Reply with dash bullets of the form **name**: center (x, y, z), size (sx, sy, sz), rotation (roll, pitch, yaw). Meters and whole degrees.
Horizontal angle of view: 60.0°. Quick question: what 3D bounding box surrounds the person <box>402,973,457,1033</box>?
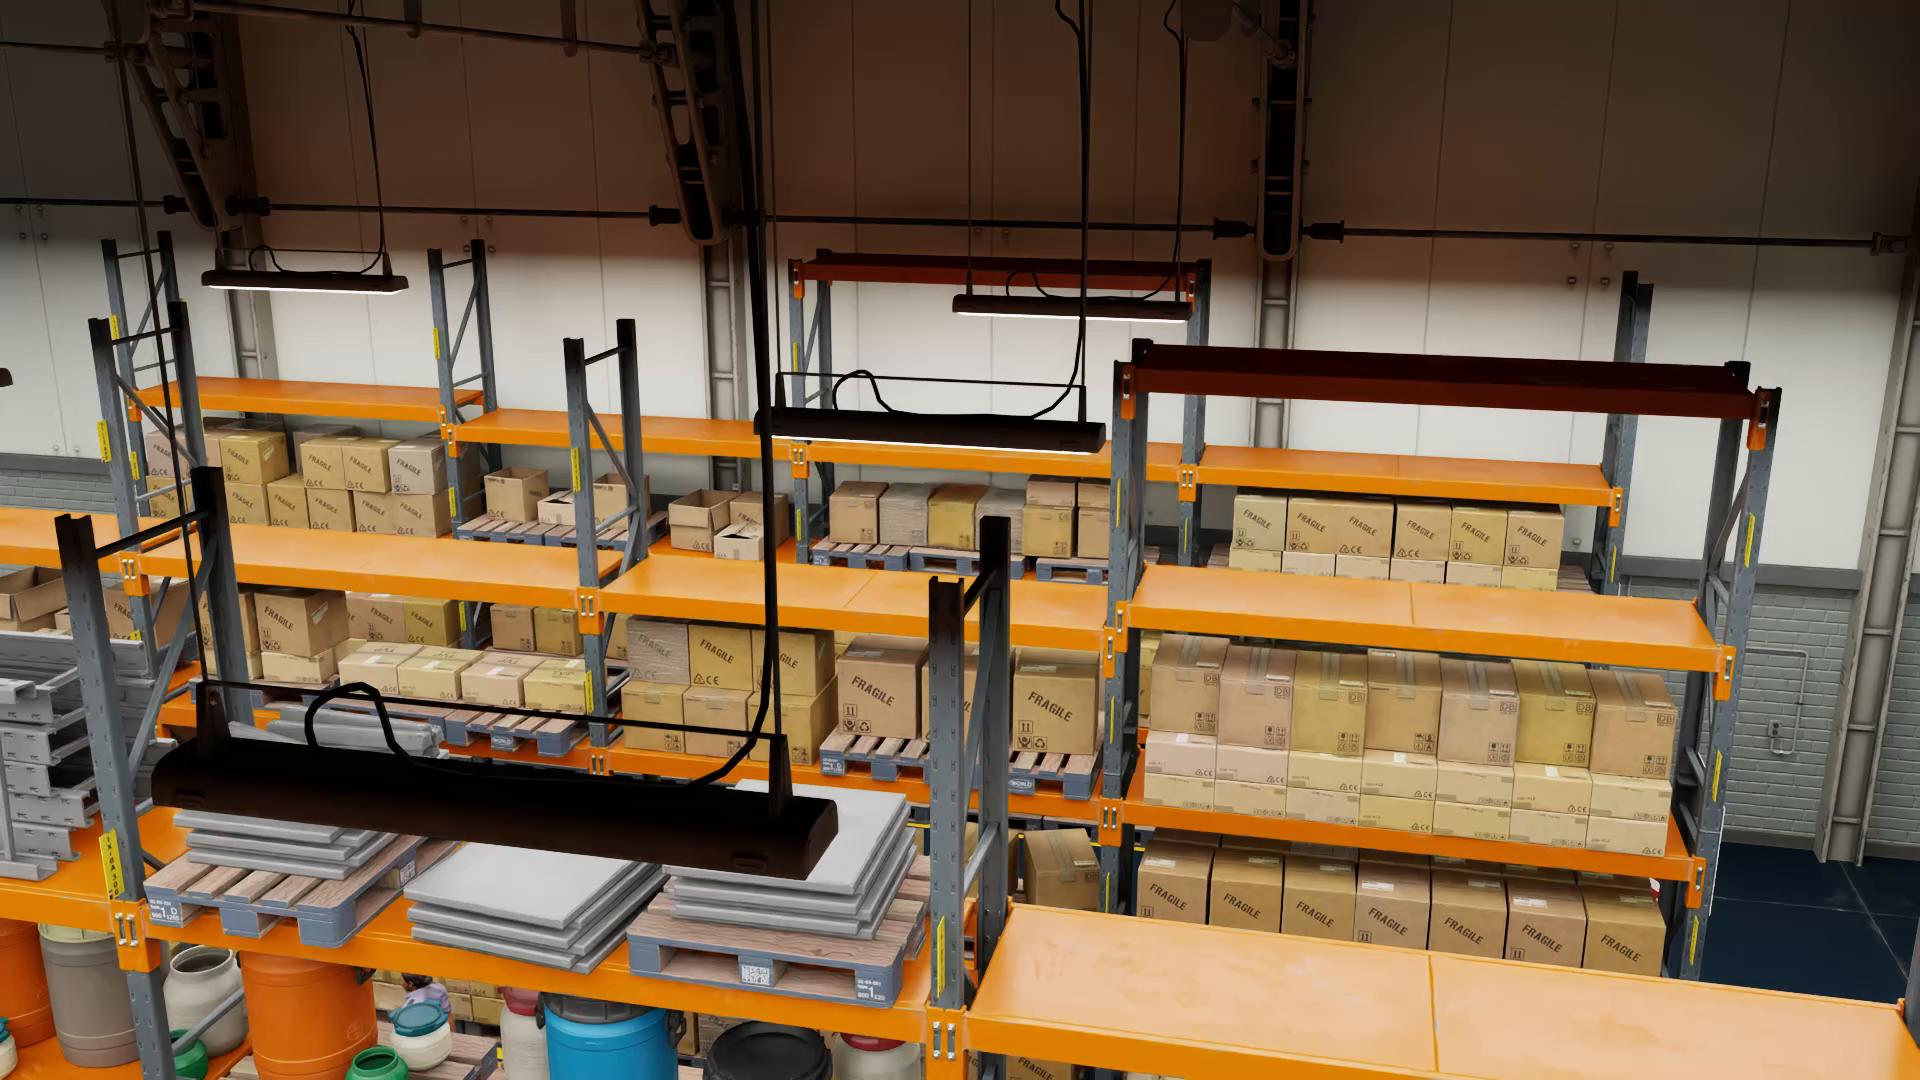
- **person**: center (-3.961, 3.859, 12.291), size (0.634, 1.664, 0.526), rotation (7, 18, 22)
